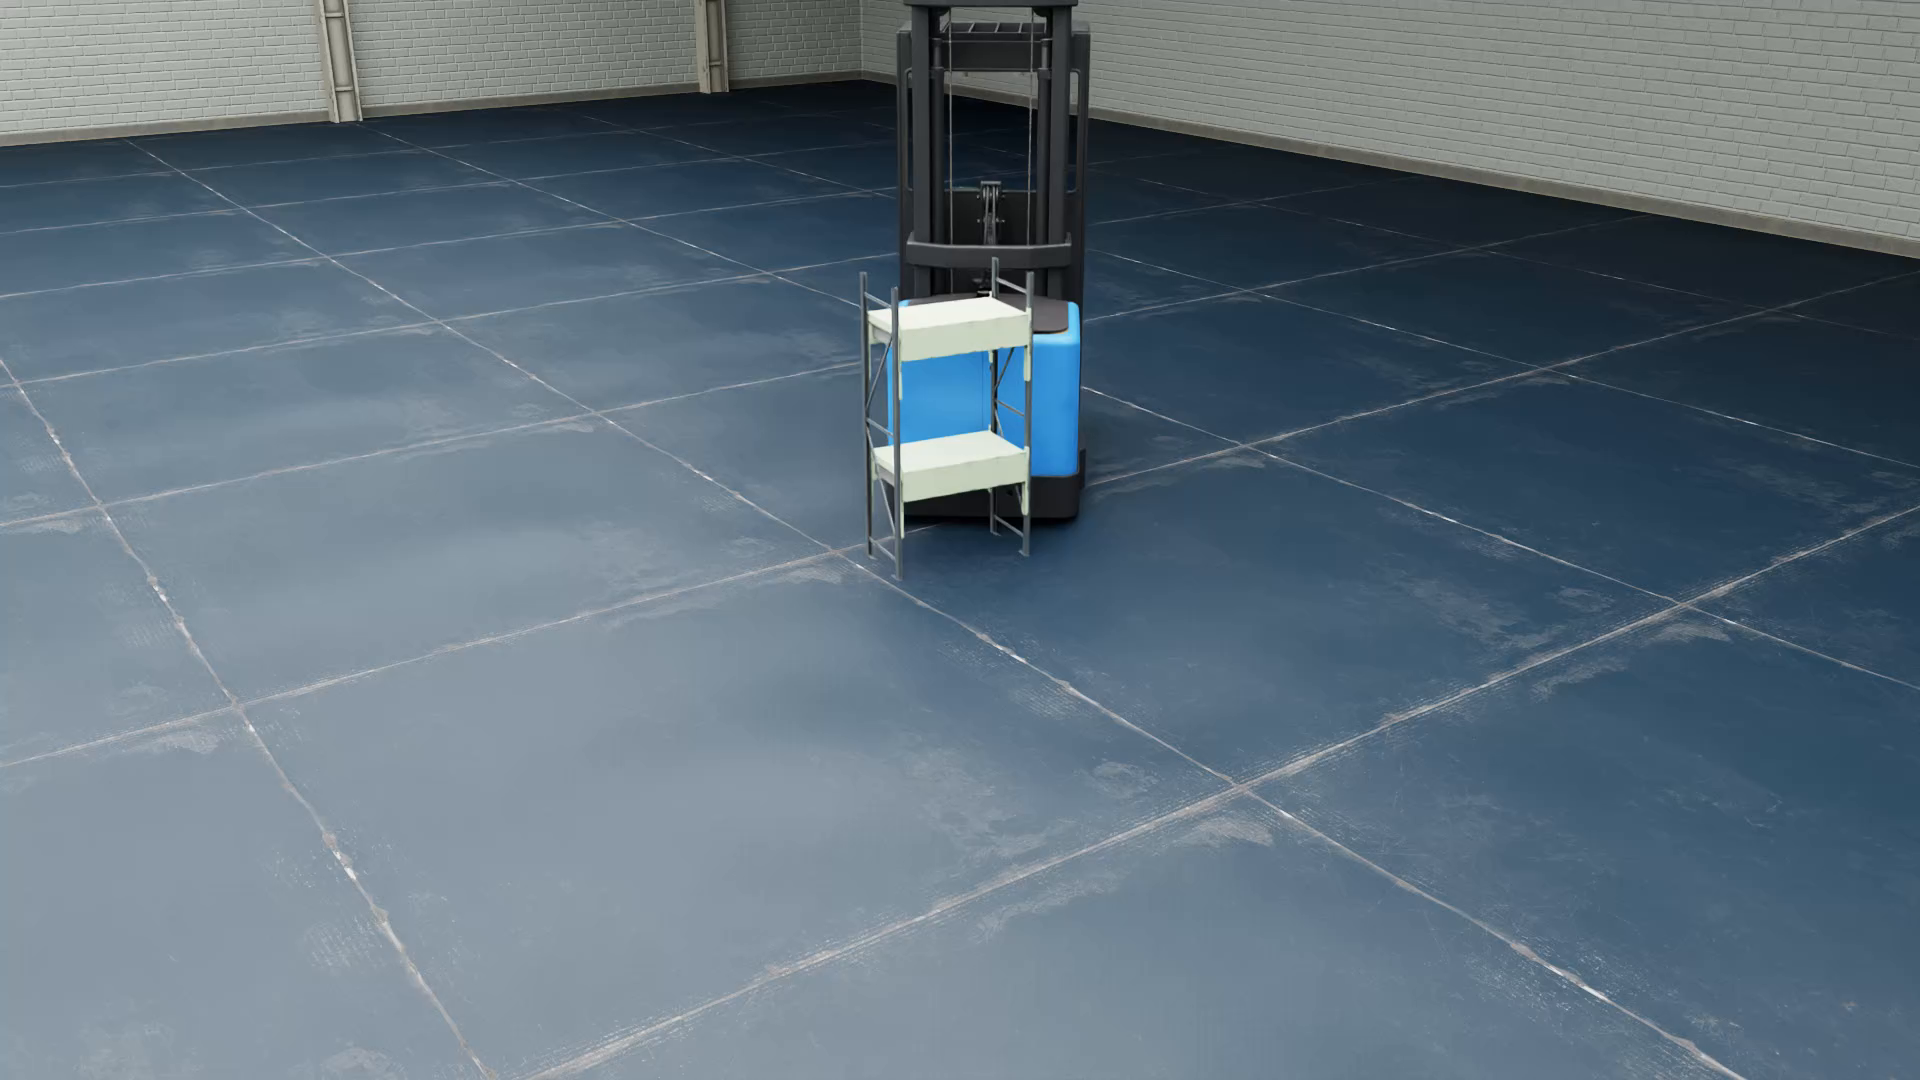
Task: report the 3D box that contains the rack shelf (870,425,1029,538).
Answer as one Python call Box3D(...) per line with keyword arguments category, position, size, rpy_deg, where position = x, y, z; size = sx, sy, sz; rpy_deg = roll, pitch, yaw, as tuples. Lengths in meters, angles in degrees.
Box3D(category="rack shelf", position=(-0.064, -0.308, 8.523), size=(0.720, 0.370, 0.431), rpy_deg=(-11, 24, -25))

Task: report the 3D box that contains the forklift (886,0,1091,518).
Box3D(category="forklift", position=(0.201, -1.980, 9.904), size=(1.130, 2.935, 3.031), rpy_deg=(1, 22, 3))

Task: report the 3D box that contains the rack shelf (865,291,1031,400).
Box3D(category="rack shelf", position=(-0.064, -0.973, 8.258), size=(0.720, 0.370, 0.431), rpy_deg=(-11, 24, -25))

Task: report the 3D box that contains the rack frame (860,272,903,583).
Box3D(category="rack frame", position=(-0.390, -0.549, 8.247), size=(0.023, 1.500, 0.400), rpy_deg=(-11, 24, -25))

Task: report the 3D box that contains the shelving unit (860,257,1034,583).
Box3D(category="shelving unit", position=(-0.064, -0.610, 8.402), size=(0.755, 1.500, 0.431), rpy_deg=(-11, 24, -25))

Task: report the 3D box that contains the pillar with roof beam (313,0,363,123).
Box3D(category="pillar with roof beam", position=(-6.411, -8.984, 19.268), size=(0.400, 9.000, 9.100), rpy_deg=(-15, 26, -33))

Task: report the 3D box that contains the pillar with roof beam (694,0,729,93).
Box3D(category="pillar with roof beam", position=(-1.541, -10.282, 22.523), size=(0.400, 9.000, 9.100), rpy_deg=(-15, 26, -33))

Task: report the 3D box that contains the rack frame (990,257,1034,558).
Box3D(category="rack frame", position=(0.262, -0.672, 8.557), size=(0.023, 1.500, 0.400), rpy_deg=(-11, 24, -25))
